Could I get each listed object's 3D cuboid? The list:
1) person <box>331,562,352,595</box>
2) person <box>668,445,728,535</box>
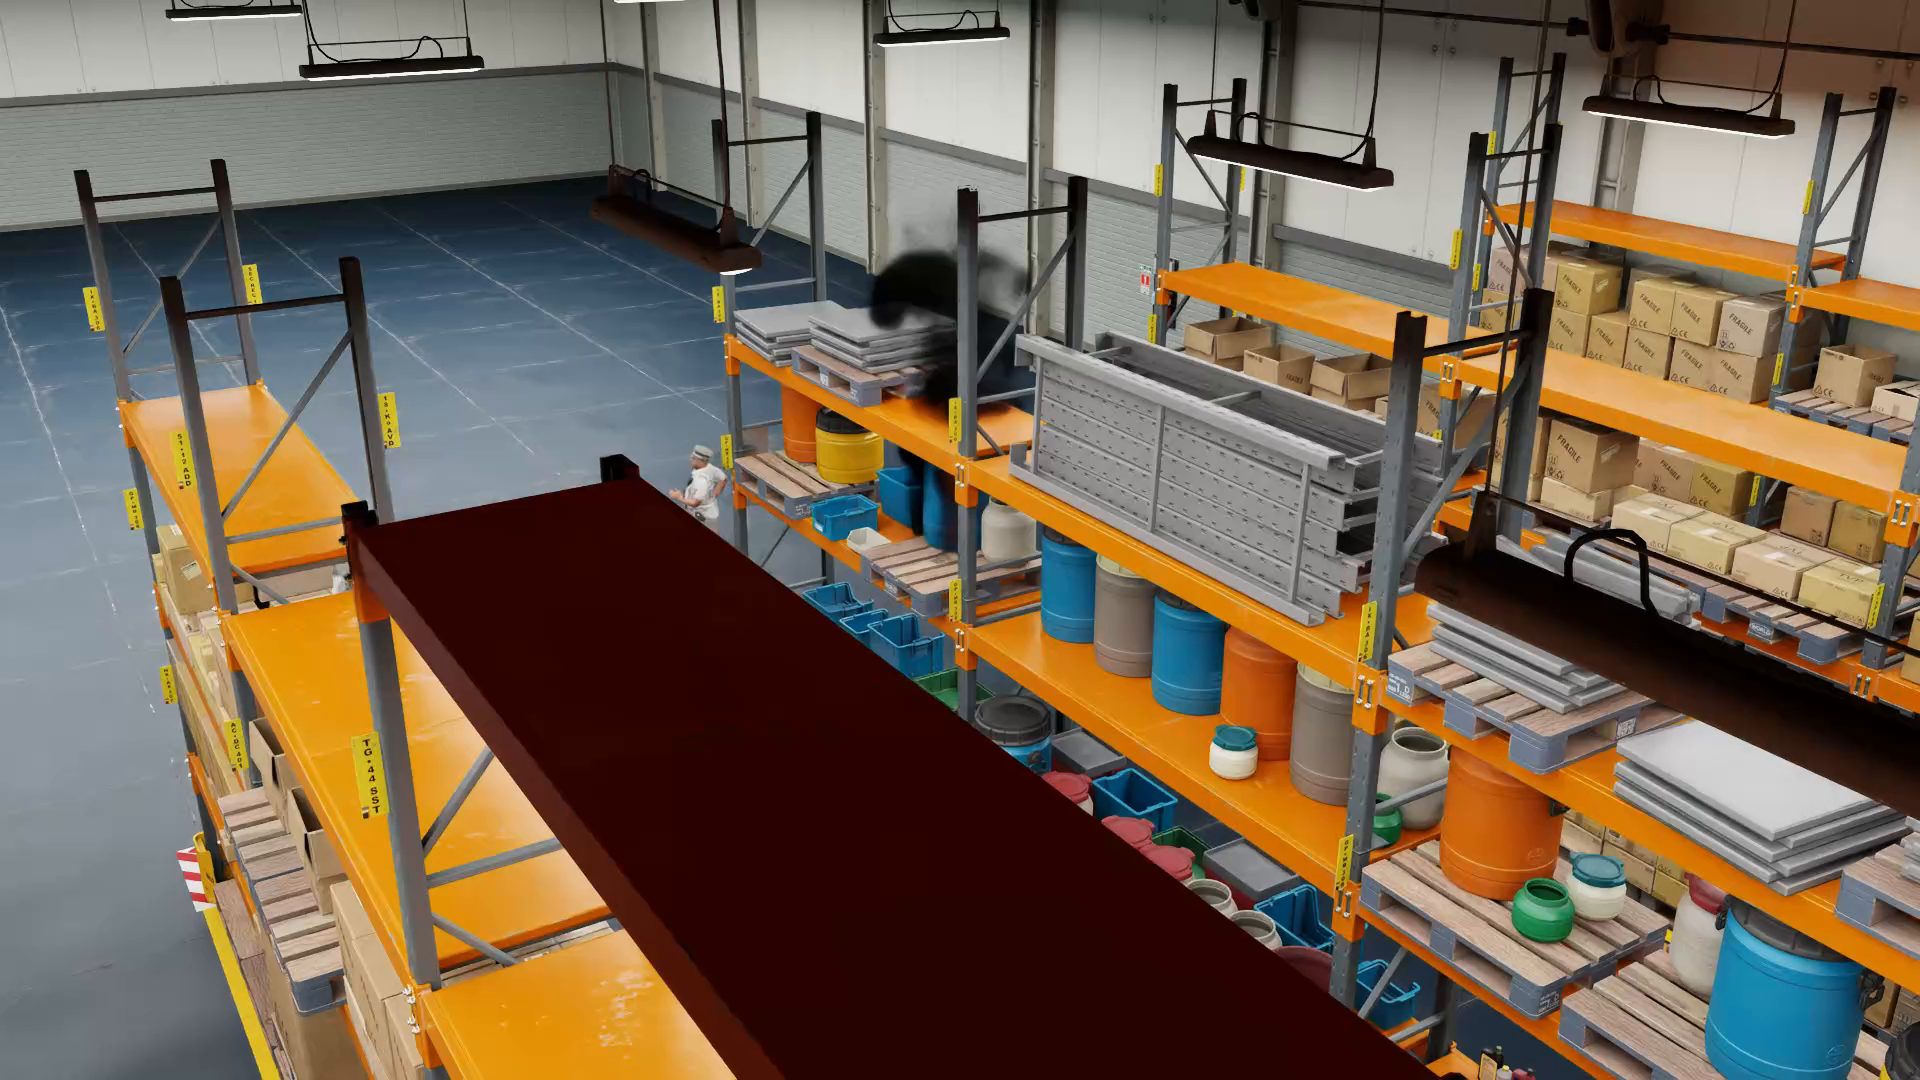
[{"bbox_3d":[-6.365,0.647,17.399,0.954,1.806,0.665,1,22,2],"label":"person"},{"bbox_3d":[-3.031,-0.246,19.655,0.782,1.853,0.637,-2,22,-5],"label":"person"}]
